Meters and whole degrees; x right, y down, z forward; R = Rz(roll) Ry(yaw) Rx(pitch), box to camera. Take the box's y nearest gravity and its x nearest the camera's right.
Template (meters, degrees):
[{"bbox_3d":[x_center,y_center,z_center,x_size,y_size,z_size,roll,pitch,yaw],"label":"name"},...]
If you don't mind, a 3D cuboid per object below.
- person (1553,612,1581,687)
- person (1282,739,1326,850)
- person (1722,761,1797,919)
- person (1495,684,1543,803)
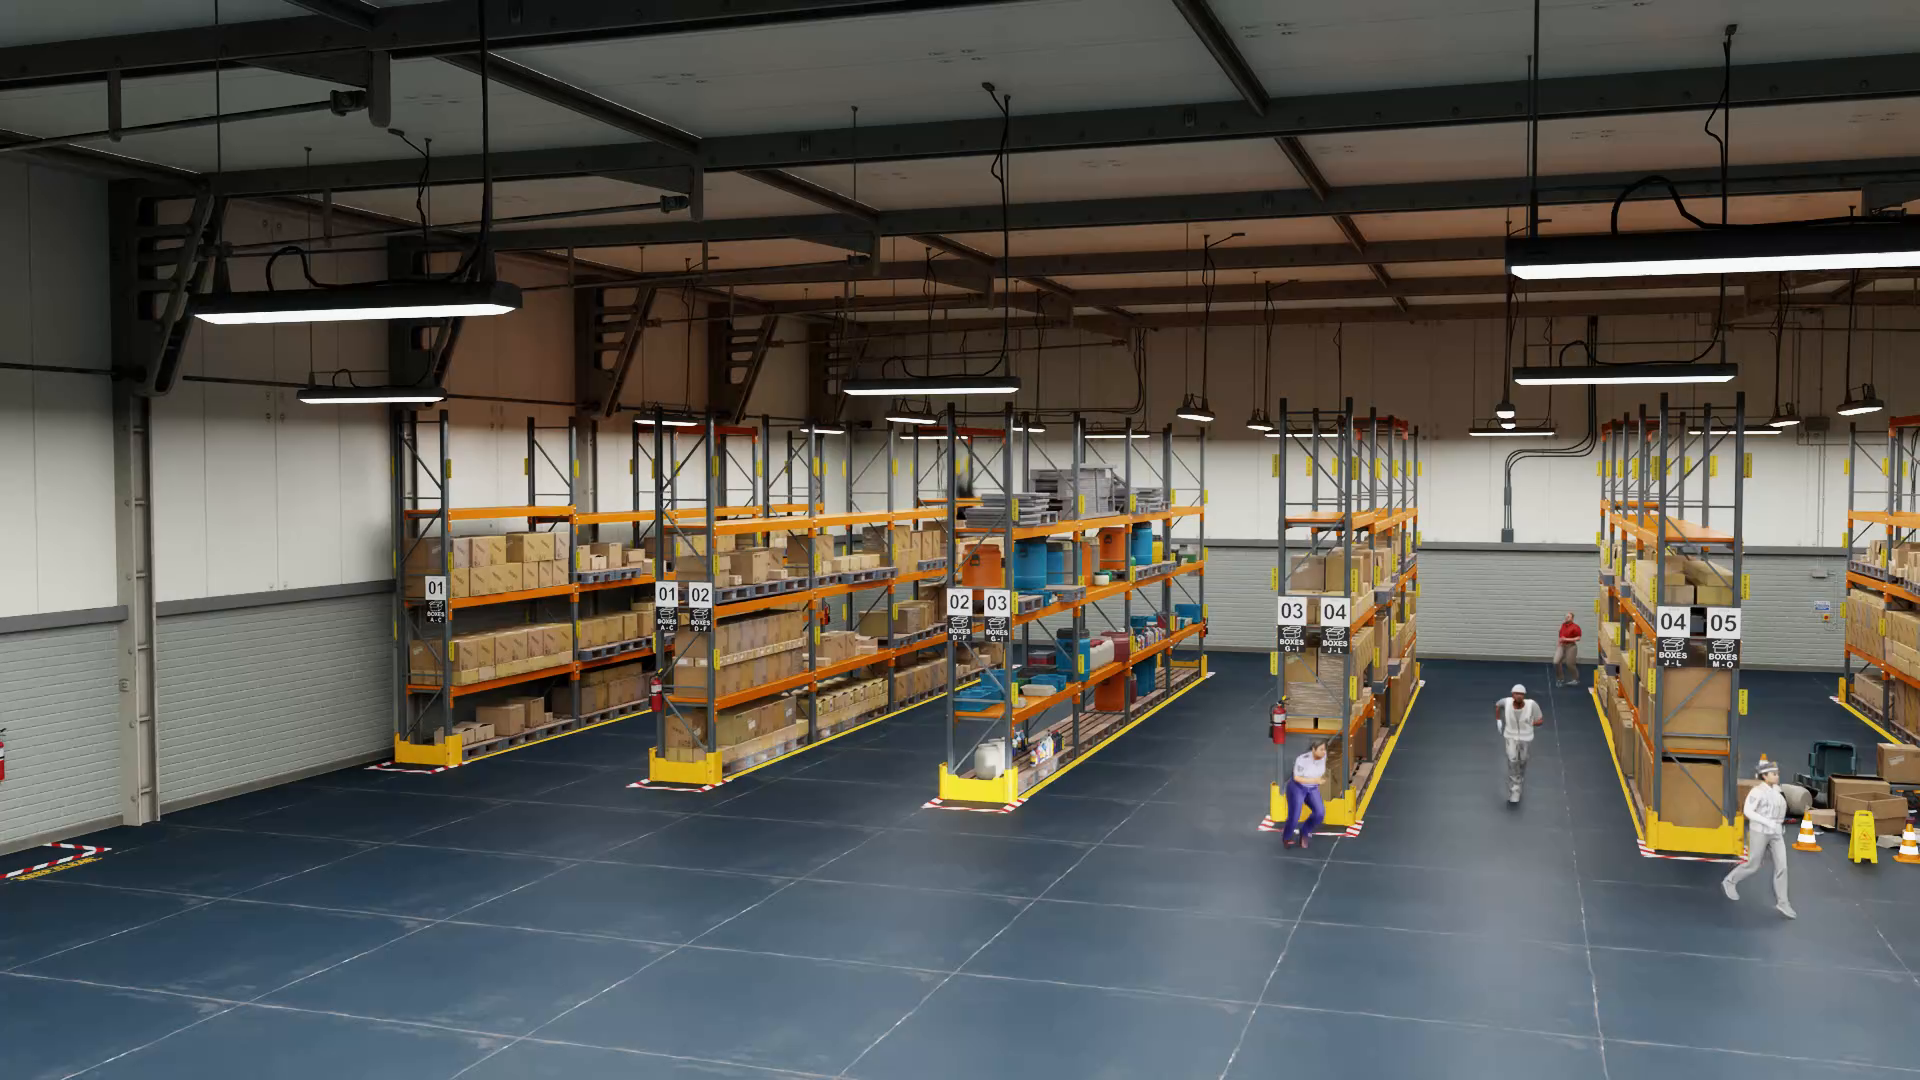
[{"bbox_3d":[13.983,2.551,38.158,0.709,1.793,0.654,-1,3,-28],"label":"person"},{"bbox_3d":[4.560,3.314,21.761,0.634,1.508,0.890,-1,3,-27],"label":"person"},{"bbox_3d":[9.140,3.339,18.838,0.657,1.692,0.947,-1,3,-23],"label":"person"},{"bbox_3d":[8.481,3.052,25.253,0.674,1.789,0.981,1,3,13],"label":"person"}]
